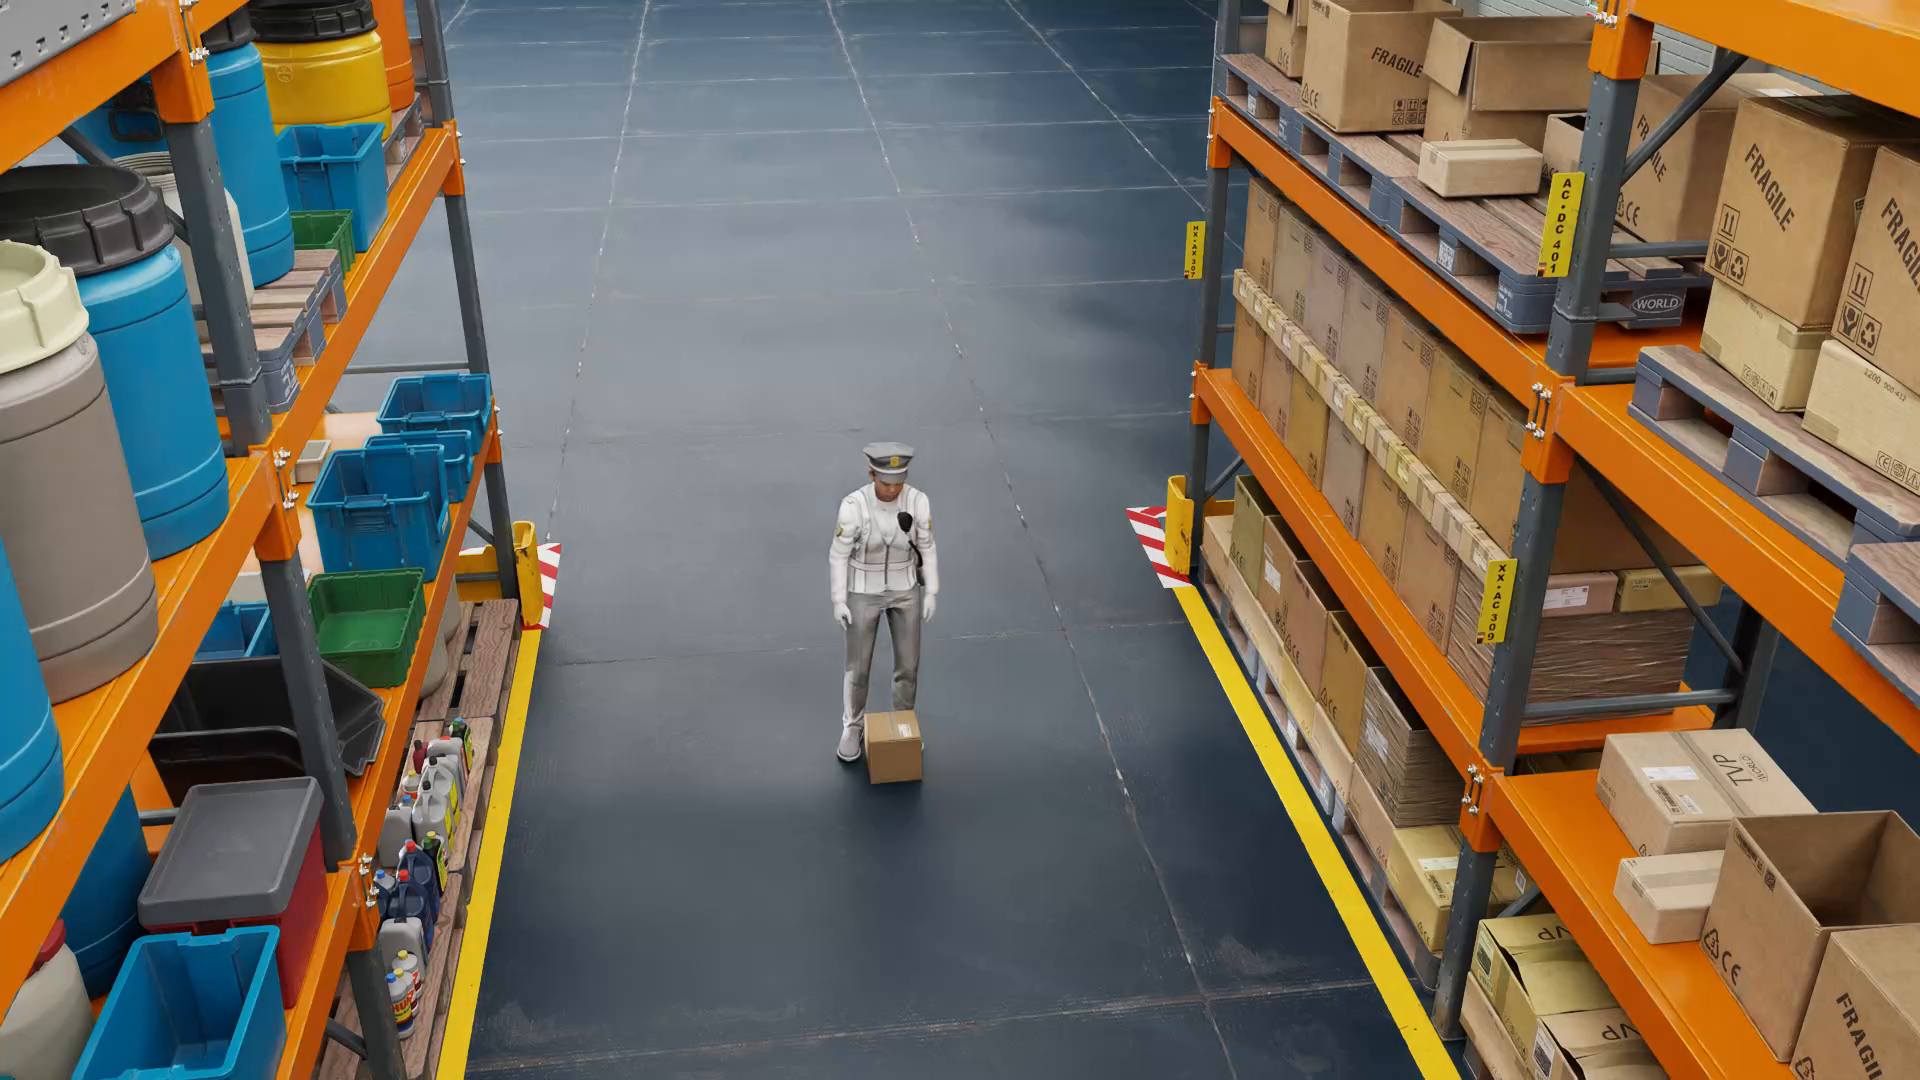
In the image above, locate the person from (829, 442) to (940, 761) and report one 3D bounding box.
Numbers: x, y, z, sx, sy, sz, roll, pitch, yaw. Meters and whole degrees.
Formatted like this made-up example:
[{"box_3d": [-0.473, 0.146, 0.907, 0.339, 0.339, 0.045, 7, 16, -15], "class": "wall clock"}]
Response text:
[{"box_3d": [-0.365, 0.280, 8.073, 0.544, 1.663, 0.376, -5, 28, -10], "class": "person"}]
